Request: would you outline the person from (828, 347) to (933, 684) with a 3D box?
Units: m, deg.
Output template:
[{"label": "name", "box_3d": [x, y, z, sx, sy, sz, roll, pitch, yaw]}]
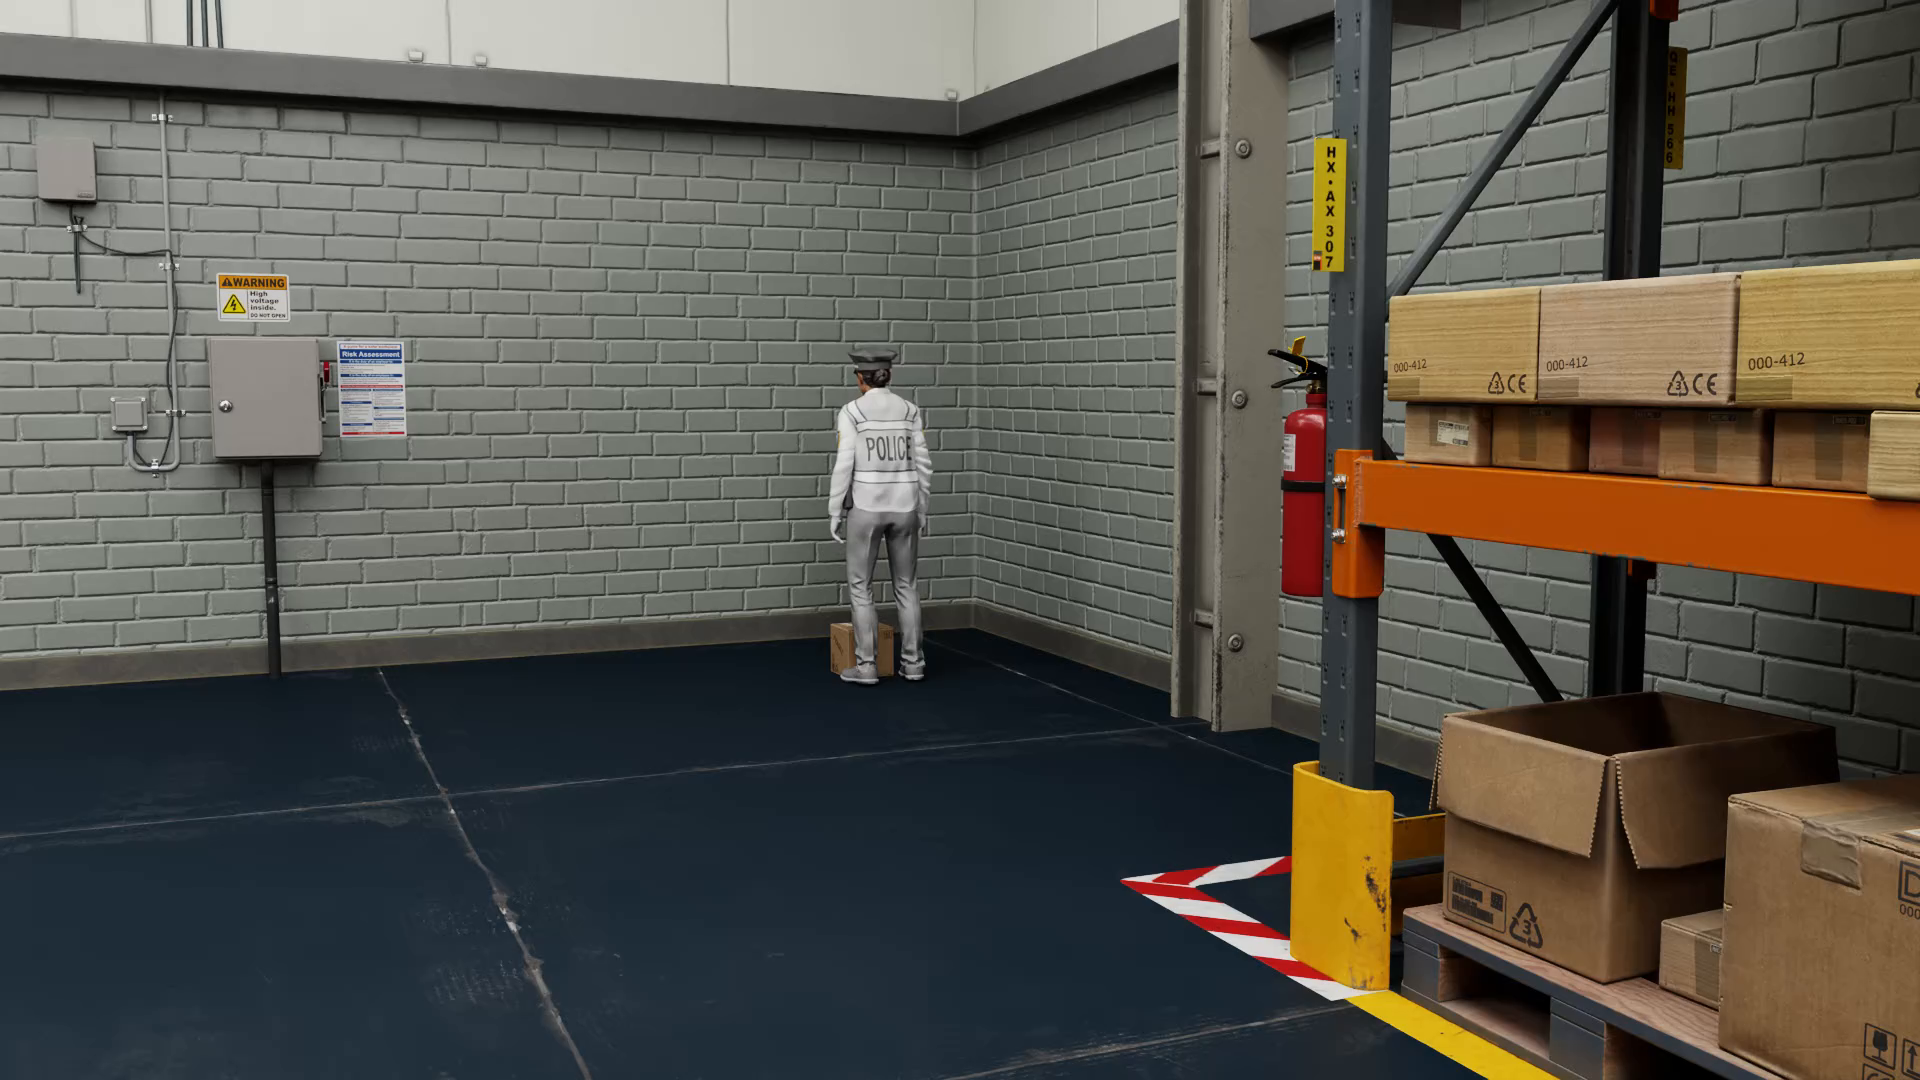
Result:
[{"label": "person", "box_3d": [-0.394, -0.121, 8.241, 0.529, 1.664, 0.371, -2, 6, -23]}]
